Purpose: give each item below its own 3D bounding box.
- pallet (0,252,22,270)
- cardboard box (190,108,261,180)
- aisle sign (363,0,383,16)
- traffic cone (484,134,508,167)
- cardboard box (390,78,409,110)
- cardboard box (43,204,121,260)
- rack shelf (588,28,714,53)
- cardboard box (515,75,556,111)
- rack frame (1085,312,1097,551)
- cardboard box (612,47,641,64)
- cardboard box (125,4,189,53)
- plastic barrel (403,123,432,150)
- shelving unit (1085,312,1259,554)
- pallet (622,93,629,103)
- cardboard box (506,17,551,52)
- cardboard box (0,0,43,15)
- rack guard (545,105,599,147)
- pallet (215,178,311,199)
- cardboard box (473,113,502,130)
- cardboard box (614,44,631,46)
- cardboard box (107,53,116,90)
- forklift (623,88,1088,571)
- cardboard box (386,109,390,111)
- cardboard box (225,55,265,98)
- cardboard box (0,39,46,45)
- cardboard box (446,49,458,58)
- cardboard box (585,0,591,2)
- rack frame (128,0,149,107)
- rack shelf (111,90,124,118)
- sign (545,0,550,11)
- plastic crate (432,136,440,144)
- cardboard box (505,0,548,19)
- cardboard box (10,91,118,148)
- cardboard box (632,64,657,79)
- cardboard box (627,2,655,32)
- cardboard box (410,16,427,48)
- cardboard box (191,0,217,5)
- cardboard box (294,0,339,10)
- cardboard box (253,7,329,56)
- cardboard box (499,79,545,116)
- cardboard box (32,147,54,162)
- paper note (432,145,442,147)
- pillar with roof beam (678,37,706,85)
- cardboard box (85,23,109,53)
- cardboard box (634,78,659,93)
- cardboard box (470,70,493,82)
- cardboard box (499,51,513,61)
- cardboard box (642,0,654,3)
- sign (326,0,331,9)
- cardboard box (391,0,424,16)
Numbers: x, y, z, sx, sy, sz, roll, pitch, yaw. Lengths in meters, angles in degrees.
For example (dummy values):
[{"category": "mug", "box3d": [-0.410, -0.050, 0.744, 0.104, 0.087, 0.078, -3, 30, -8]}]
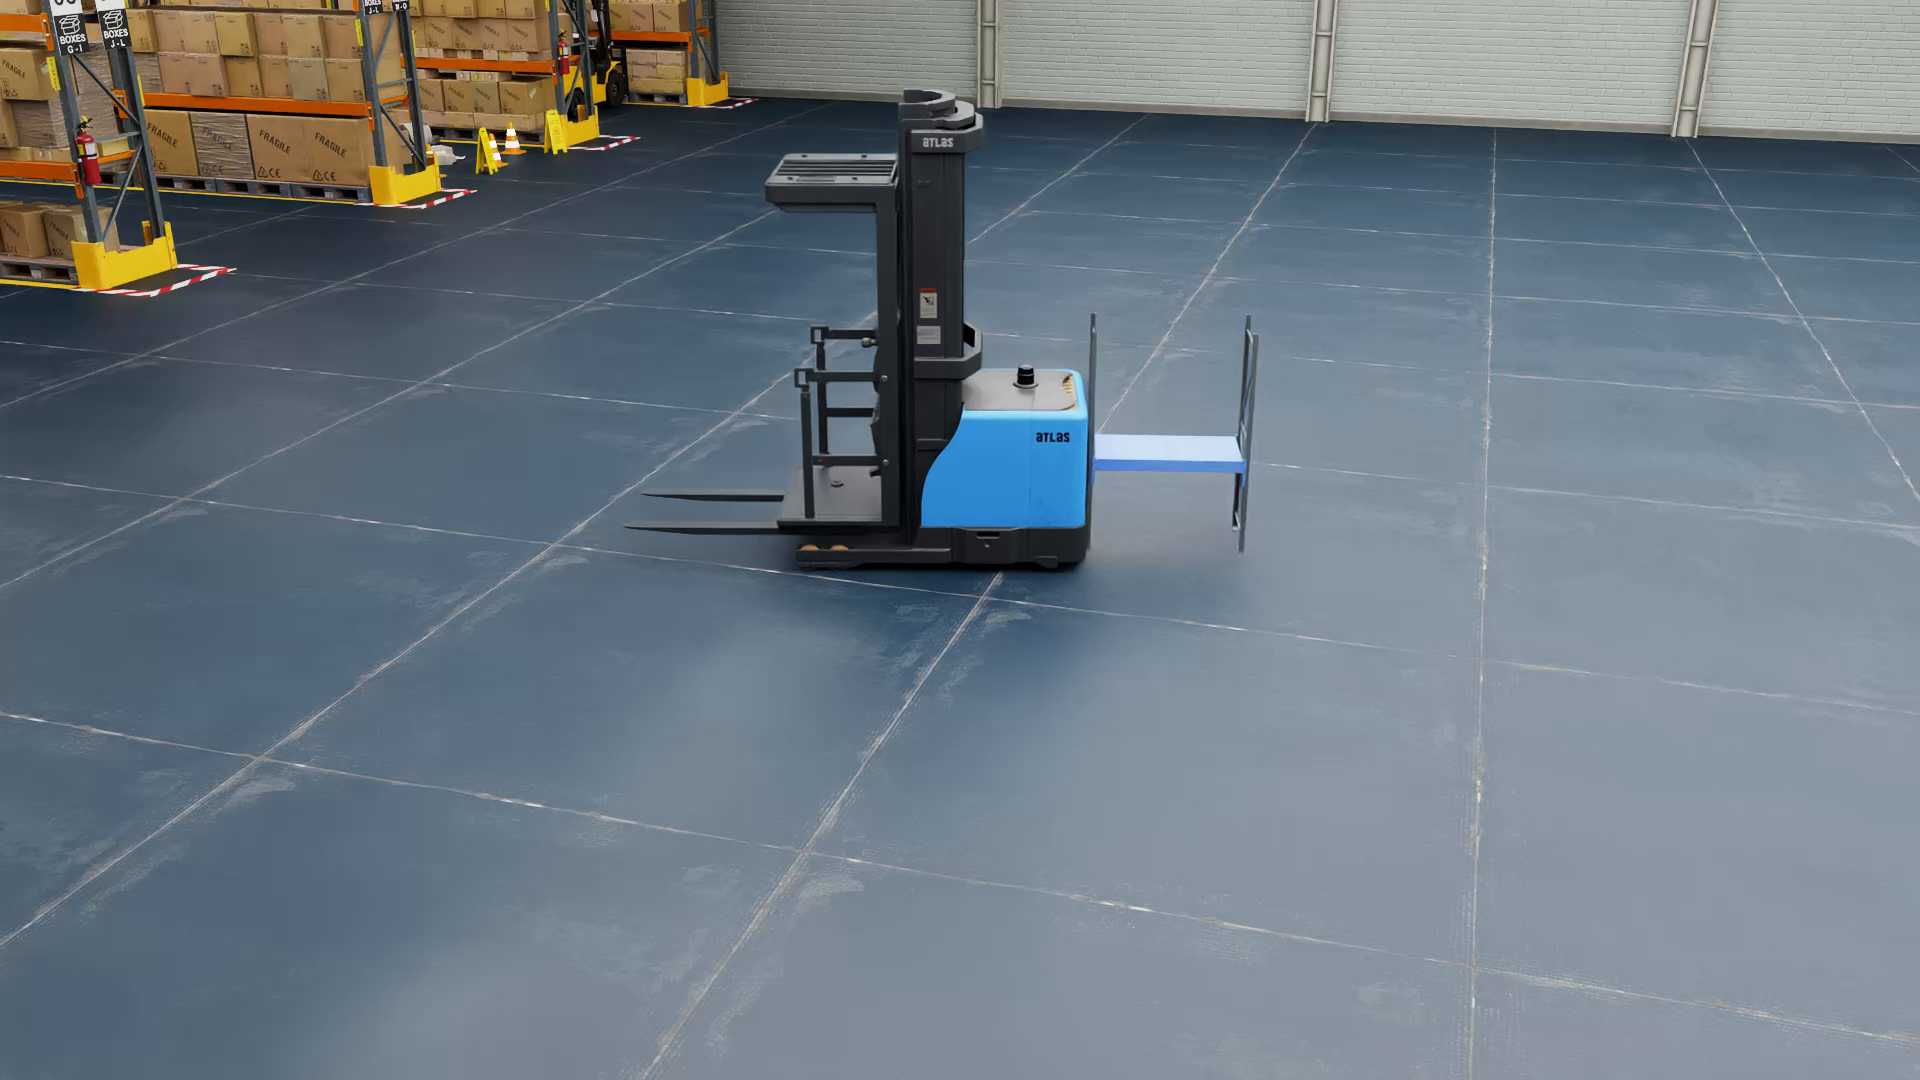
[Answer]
[{"category": "pallet", "box3d": [-11.086, -3.235, 18.877, 1.213, 0.211, 1.003, 7, 23, 16]}, {"category": "cardboard box", "box3d": [-9.935, -5.529, 23.043, 0.875, 0.875, 0.875, 7, 23, 16]}, {"category": "aisle sign", "box3d": [-7.571, -7.157, 21.340, 0.004, 0.787, 0.394, 7, 23, 16]}, {"category": "traffic cone", "box3d": [-6.998, -5.845, 24.909, 0.334, 0.463, 0.336, 7, 23, 16]}, {"category": "cardboard box", "box3d": [-9.045, -7.371, 27.369, 0.500, 0.500, 0.500, 8, 23, 18]}, {"category": "cardboard box", "box3d": [-9.674, -3.392, 18.328, 0.500, 0.500, 0.500, 11, 25, 25]}, {"category": "rack shelf", "box3d": [-6.703, -9.571, 31.598, 4.000, 0.370, 1.077, 7, 23, 16]}, {"category": "cardboard box", "box3d": [-6.934, -7.341, 27.296, 0.500, 0.500, 0.500, 6, 23, 14]}, {"category": "rack frame", "box3d": [0.868, -0.718, 11.044, 0.032, 1.500, 0.500, 1, 22, 3]}, {"category": "cardboard box", "box3d": [-6.296, -9.112, 31.284, 0.500, 0.250, 0.500, 7, 23, 16]}, {"category": "cardboard box", "box3d": [-11.038, -7.026, 22.825, 0.550, 0.550, 0.875, 7, 23, 16]}, {"category": "plastic barrel", "box3d": [-8.633, -6.365, 26.229, 0.512, 0.421, 0.421, -14, 26, -30]}, {"category": "shelving unit", "box3d": [1.376, -0.707, 11.018, 1.048, 1.500, 0.538, 1, 22, 3]}, {"category": "pallet", "box3d": [-6.697, -8.597, 31.951, 1.213, 0.211, 1.003, 7, 23, 15]}, {"category": "cardboard box", "box3d": [-6.818, -8.024, 26.355, 0.500, 0.500, 0.500, 6, 23, 15]}, {"category": "cardboard box", "box3d": [-9.616, -5.559, 17.115, 0.500, 0.250, 0.500, 7, 23, 17]}, {"category": "rack guard", "box3d": [-6.291, -6.732, 27.024, 0.348, 0.500, 1.175, 7, 23, 16]}, {"category": "pallet", "box3d": [-9.504, -4.975, 23.119, 1.213, 0.211, 1.003, 7, 23, 15]}, {"category": "cardboard box", "box3d": [-7.564, -6.853, 27.095, 0.500, 0.250, 0.500, 7, 23, 16]}, {"category": "cardboard box", "box3d": [-6.638, -9.362, 31.892, 0.500, 0.250, 0.500, 6, 23, 14]}, {"category": "cardboard box", "box3d": [-11.958, -6.516, 23.071, 0.500, 0.500, 0.500, 6, 23, 15]}, {"category": "forklift", "box3d": [-0.690, -1.353, 10.706, 3.031, 2.935, 1.130, 0, 22, 1]}, {"category": "cardboard box", "box3d": [-9.561, -7.078, 27.644, 0.500, 0.250, 0.500, 5, 23, 13]}, {"category": "cardboard box", "box3d": [-9.472, -6.367, 22.642, 0.500, 0.550, 0.875, 7, 23, 16]}, {"category": "cardboard box", "box3d": [-10.006, -5.143, 18.015, 0.500, 0.500, 0.500, 7, 23, 16]}, {"category": "cardboard box", "box3d": [-8.096, -7.902, 26.913, 0.250, 0.149, 0.380, 7, 23, 16]}, {"category": "cardboard box", "box3d": [-6.914, -10.162, 31.105, 0.250, 0.149, 0.380, 6, 23, 14]}, {"category": "rack frame", "box3d": [-13.878, -8.758, 28.668, 0.127, 3.000, 1.000, 7, 23, 16]}, {"category": "rack shelf", "box3d": [-13.296, -6.396, 23.858, 4.000, 0.370, 1.077, 7, 23, 16]}, {"category": "sign", "box3d": [-6.398, -8.363, 25.764, 0.005, 0.325, 0.100, 7, 23, 16]}, {"category": "plastic crate", "box3d": [-8.782, -6.498, 27.007, 0.583, 0.080, 0.402, -1, 22, -3]}, {"category": "cardboard box", "box3d": [-6.771, -8.504, 26.207, 0.500, 0.500, 0.700, 6, 23, 14]}, {"category": "cardboard box", "box3d": [-9.600, -4.534, 17.848, 0.500, 0.500, 0.875, 7, 23, 16]}, {"category": "cardboard box", "box3d": [-5.822, -8.837, 31.271, 0.500, 0.250, 0.500, 6, 23, 15]}, {"category": "cardboard box", "box3d": [-5.829, -9.750, 30.954, 0.500, 0.500, 0.500, 7, 23, 17]}, {"category": "cardboard box", "box3d": [-8.743, -8.247, 26.899, 0.500, 0.500, 0.500, 6, 23, 15]}, {"category": "cardboard box", "box3d": [-12.502, -8.892, 27.918, 0.500, 0.500, 0.500, 7, 23, 16]}, {"category": "cardboard box", "box3d": [-10.557, -8.665, 27.364, 0.500, 0.500, 0.500, 6, 23, 15]}, {"category": "cardboard box", "box3d": [-8.946, -6.832, 22.353, 0.550, 0.550, 0.875, 7, 23, 16]}, {"category": "cardboard box", "box3d": [-7.061, -7.143, 26.812, 0.500, 0.500, 0.500, 7, 23, 16]}, {"category": "cardboard box", "box3d": [-9.653, -4.148, 17.760, 0.250, 0.149, 0.380, 7, 23, 16]}, {"category": "paper note", "box3d": [-8.376, -6.304, 26.598, 0.148, 0.019, 0.142, -1, 22, -3]}, {"category": "pillar with roof beam", "box3d": [-6.438, -11.300, 26.960, 0.400, 9.000, 9.100, 7, 23, 16]}, {"category": "cardboard box", "box3d": [-11.858, -7.071, 23.106, 0.500, 0.500, 0.700, 6, 23, 15]}, {"category": "cardboard box", "box3d": [-5.803, -8.601, 31.356, 0.500, 0.250, 0.500, 7, 23, 15]}, {"category": "cardboard box", "box3d": [-7.672, -7.487, 26.798, 0.250, 0.149, 0.380, 7, 23, 16]}, {"category": "cardboard box", "box3d": [-7.152, -7.751, 26.545, 0.250, 0.149, 0.380, 6, 23, 15]}, {"category": "cardboard box", "box3d": [-5.685, -10.035, 30.795, 0.250, 0.149, 0.380, 7, 23, 17]}, {"category": "sign", "box3d": [-10.205, -8.653, 26.886, 0.005, 0.325, 0.100, 7, 23, 16]}, {"category": "cardboard box", "box3d": [-8.734, -8.710, 26.710, 0.500, 0.500, 0.700, 6, 23, 14]}]
